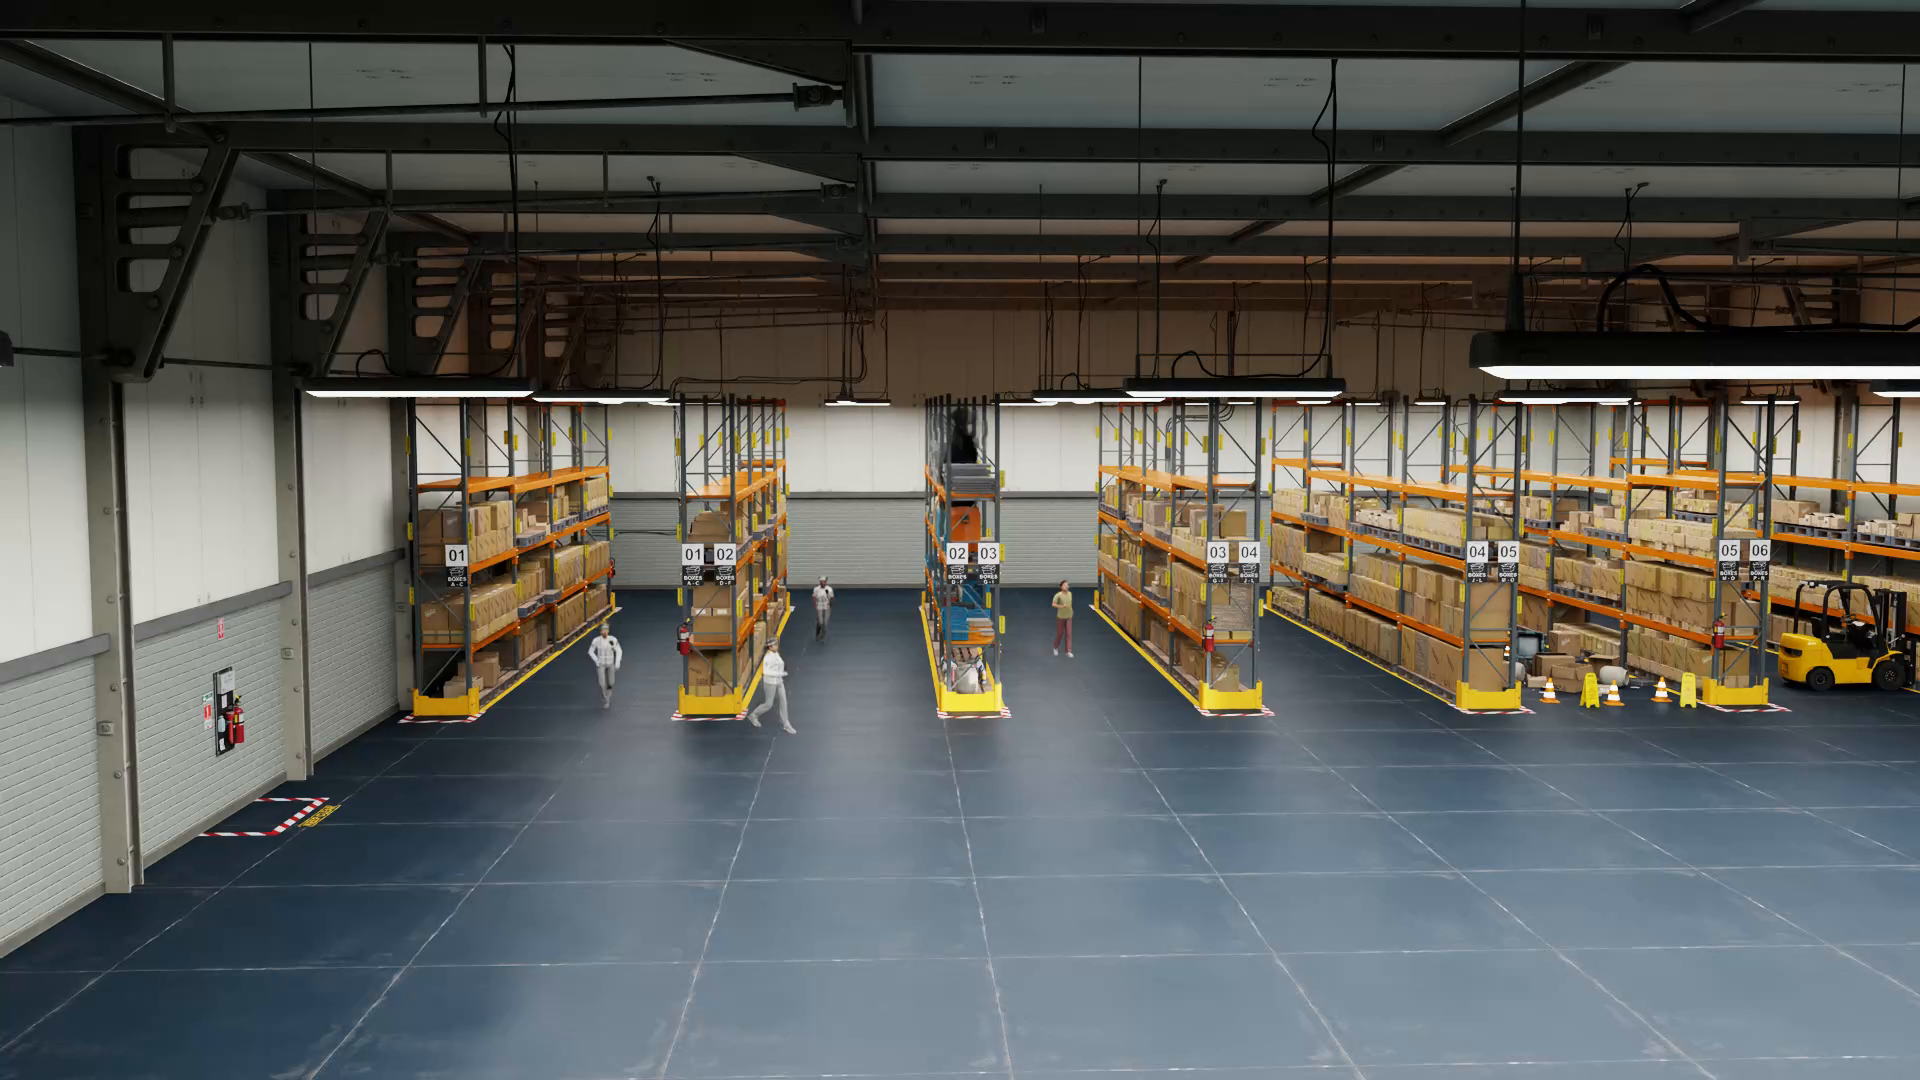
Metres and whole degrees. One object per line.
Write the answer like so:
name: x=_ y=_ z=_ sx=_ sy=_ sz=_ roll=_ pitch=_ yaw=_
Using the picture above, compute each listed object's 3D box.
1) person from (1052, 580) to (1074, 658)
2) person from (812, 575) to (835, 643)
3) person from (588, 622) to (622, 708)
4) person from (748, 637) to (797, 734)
person: x=2.277 y=1.723 z=36.497 sx=0.593 sy=1.689 sz=0.843 roll=-2 pitch=5 yaw=-24
person: x=-3.326 y=1.691 z=40.527 sx=0.561 sy=1.660 sz=0.573 roll=-1 pitch=5 yaw=-7
person: x=-6.811 y=2.389 z=31.946 sx=0.631 sy=1.652 sz=0.568 roll=-1 pitch=5 yaw=-16
person: x=-3.313 y=2.553 z=29.338 sx=0.924 sy=1.711 sz=0.613 roll=2 pitch=5 yaw=23
